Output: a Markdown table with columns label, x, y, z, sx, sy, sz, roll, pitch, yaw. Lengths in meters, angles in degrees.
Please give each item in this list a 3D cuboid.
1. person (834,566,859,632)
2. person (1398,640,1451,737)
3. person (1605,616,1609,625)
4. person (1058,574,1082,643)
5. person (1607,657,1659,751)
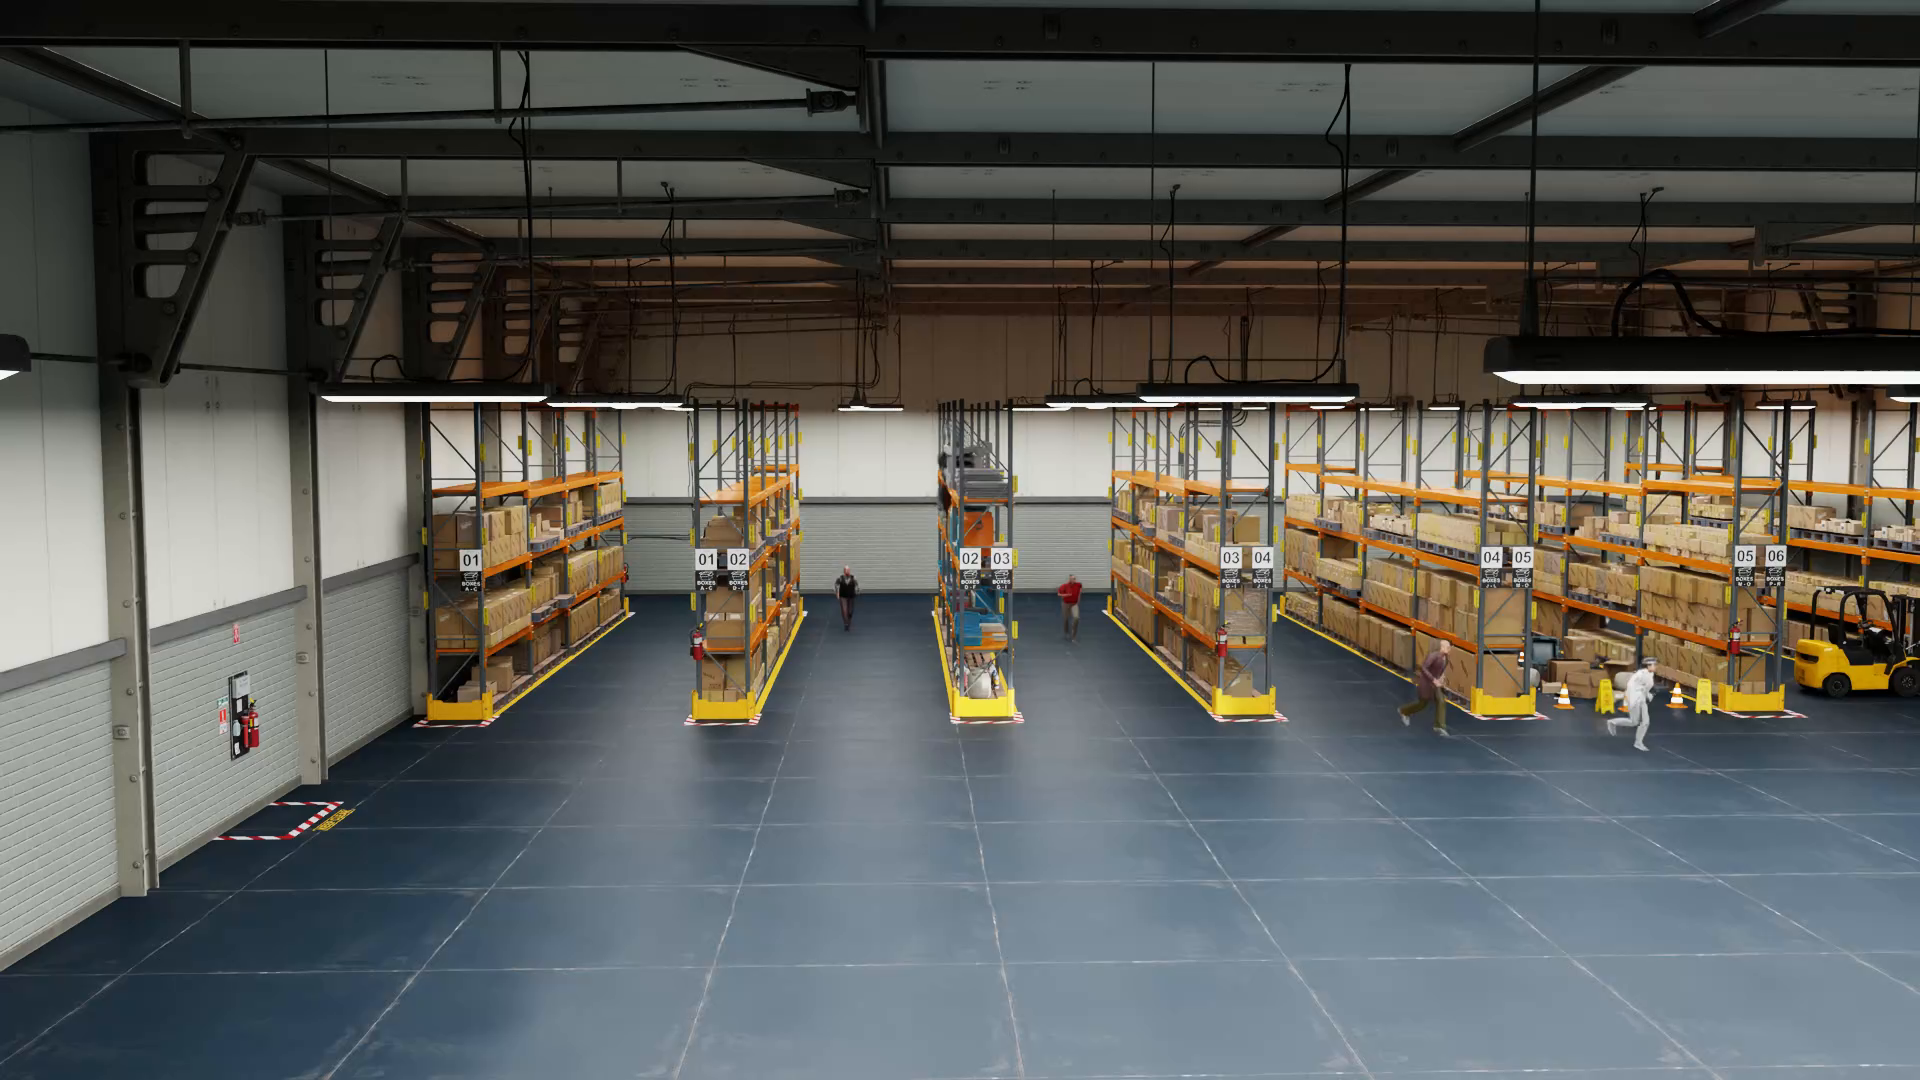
| label | x | y | z | sx | sy | sz | roll | pitch | yaw |
| --- | --- | --- | --- | --- | --- | --- | --- | --- | --- |
| person | -3.002 | 1.536 | 44.111 | 0.646 | 1.707 | 0.882 | -1 | 4 | -9 |
| person | 8.363 | 2.624 | 29.861 | 1.082 | 1.738 | 0.742 | 4 | 6 | 43 |
| person | 17.076 | 1.435 | 44.676 | 0.671 | 1.783 | 0.884 | -1 | 4 | -13 |
| person | 2.763 | 1.716 | 41.887 | 0.653 | 1.751 | 0.979 | 0 | 4 | -5 |
| person | 11.549 | 2.778 | 28.549 | 0.829 | 1.633 | 0.618 | 4 | 6 | 40 |
